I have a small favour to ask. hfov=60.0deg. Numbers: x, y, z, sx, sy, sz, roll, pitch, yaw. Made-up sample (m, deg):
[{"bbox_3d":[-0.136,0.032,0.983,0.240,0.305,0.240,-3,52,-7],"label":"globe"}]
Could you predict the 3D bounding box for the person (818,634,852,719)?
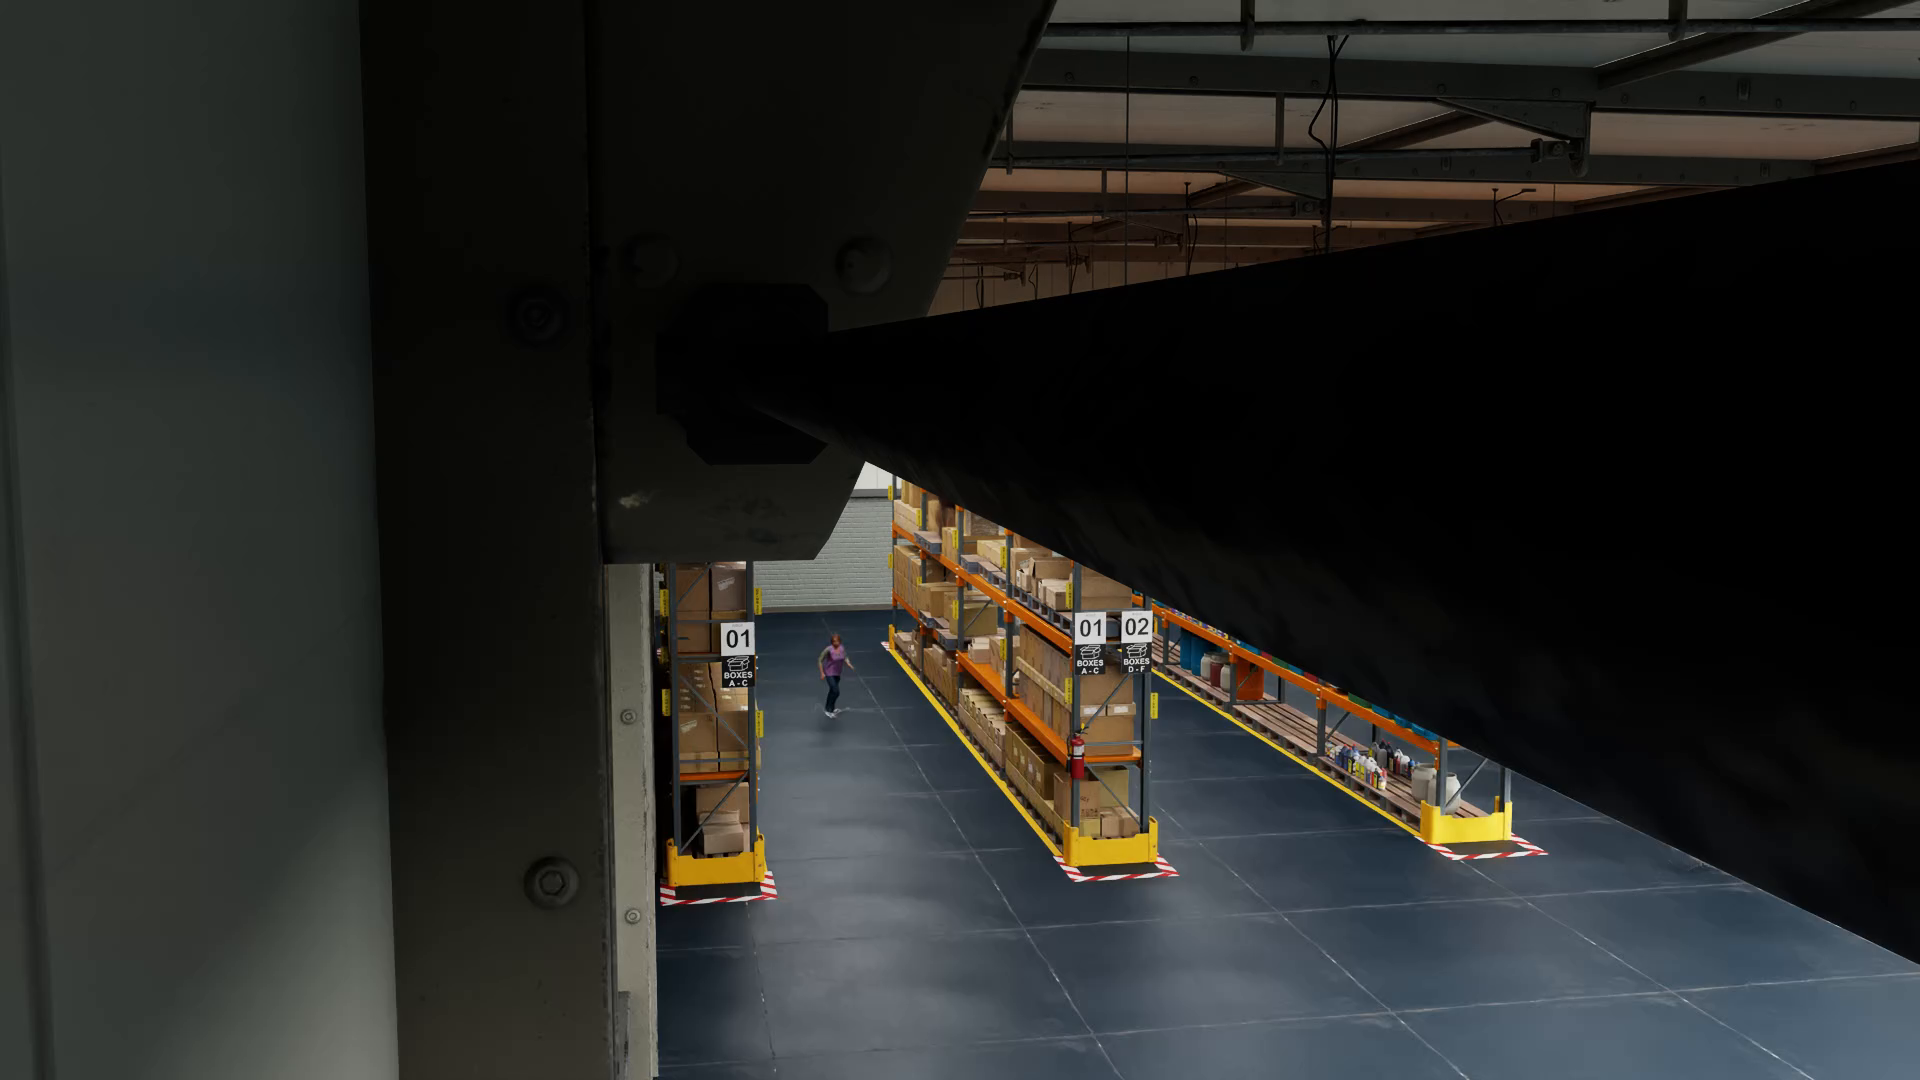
[{"bbox_3d":[-2.199,2.412,29.527,0.783,1.559,0.557,5,8,38],"label":"person"}]
